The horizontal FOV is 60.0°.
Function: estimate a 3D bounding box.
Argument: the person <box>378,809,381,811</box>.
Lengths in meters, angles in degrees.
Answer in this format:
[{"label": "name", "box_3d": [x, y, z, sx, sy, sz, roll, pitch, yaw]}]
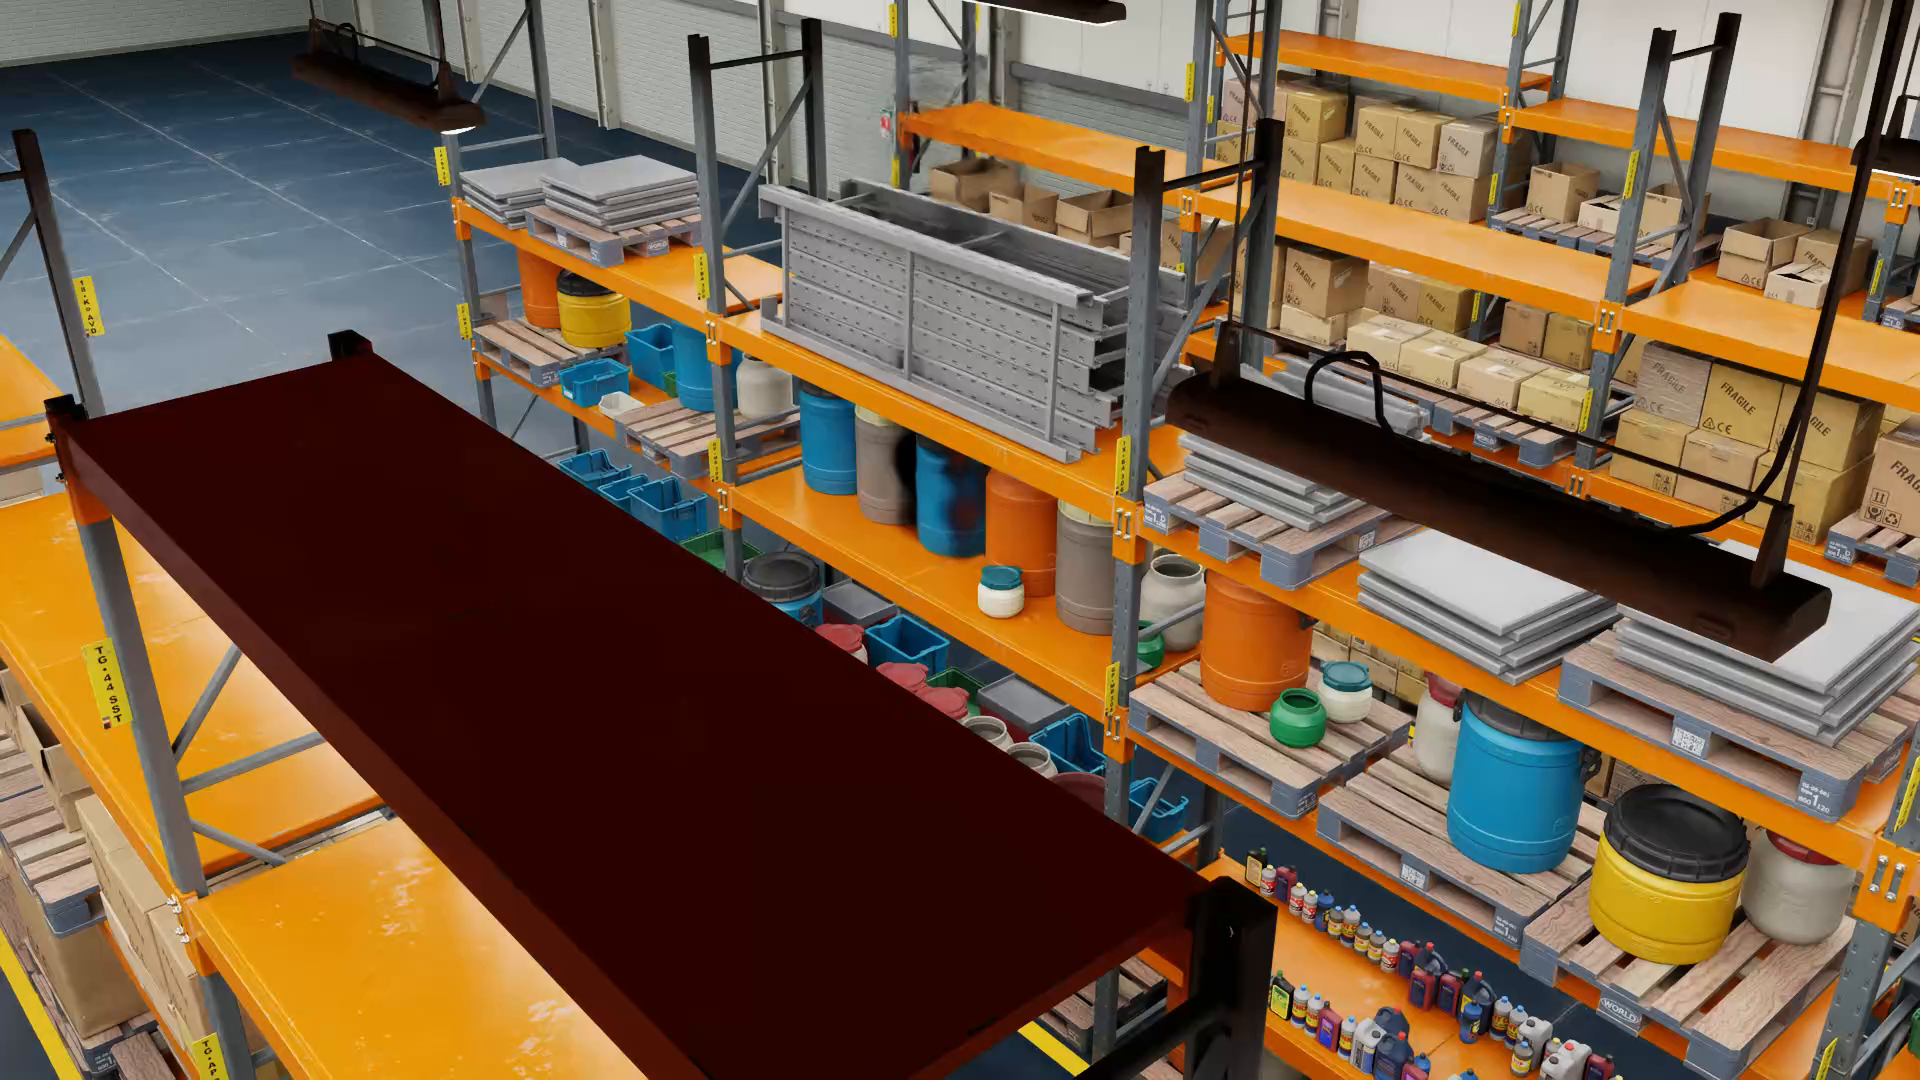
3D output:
[{"label": "person", "box_3d": [-4.339, 1.452, 12.889, 0.794, 1.741, 0.588, 15, 31, 28]}]

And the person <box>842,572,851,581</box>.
[{"label": "person", "box_3d": [-1.121, 0.030, 15.659, 0.701, 1.724, 0.584, -23, 35, -37]}]
